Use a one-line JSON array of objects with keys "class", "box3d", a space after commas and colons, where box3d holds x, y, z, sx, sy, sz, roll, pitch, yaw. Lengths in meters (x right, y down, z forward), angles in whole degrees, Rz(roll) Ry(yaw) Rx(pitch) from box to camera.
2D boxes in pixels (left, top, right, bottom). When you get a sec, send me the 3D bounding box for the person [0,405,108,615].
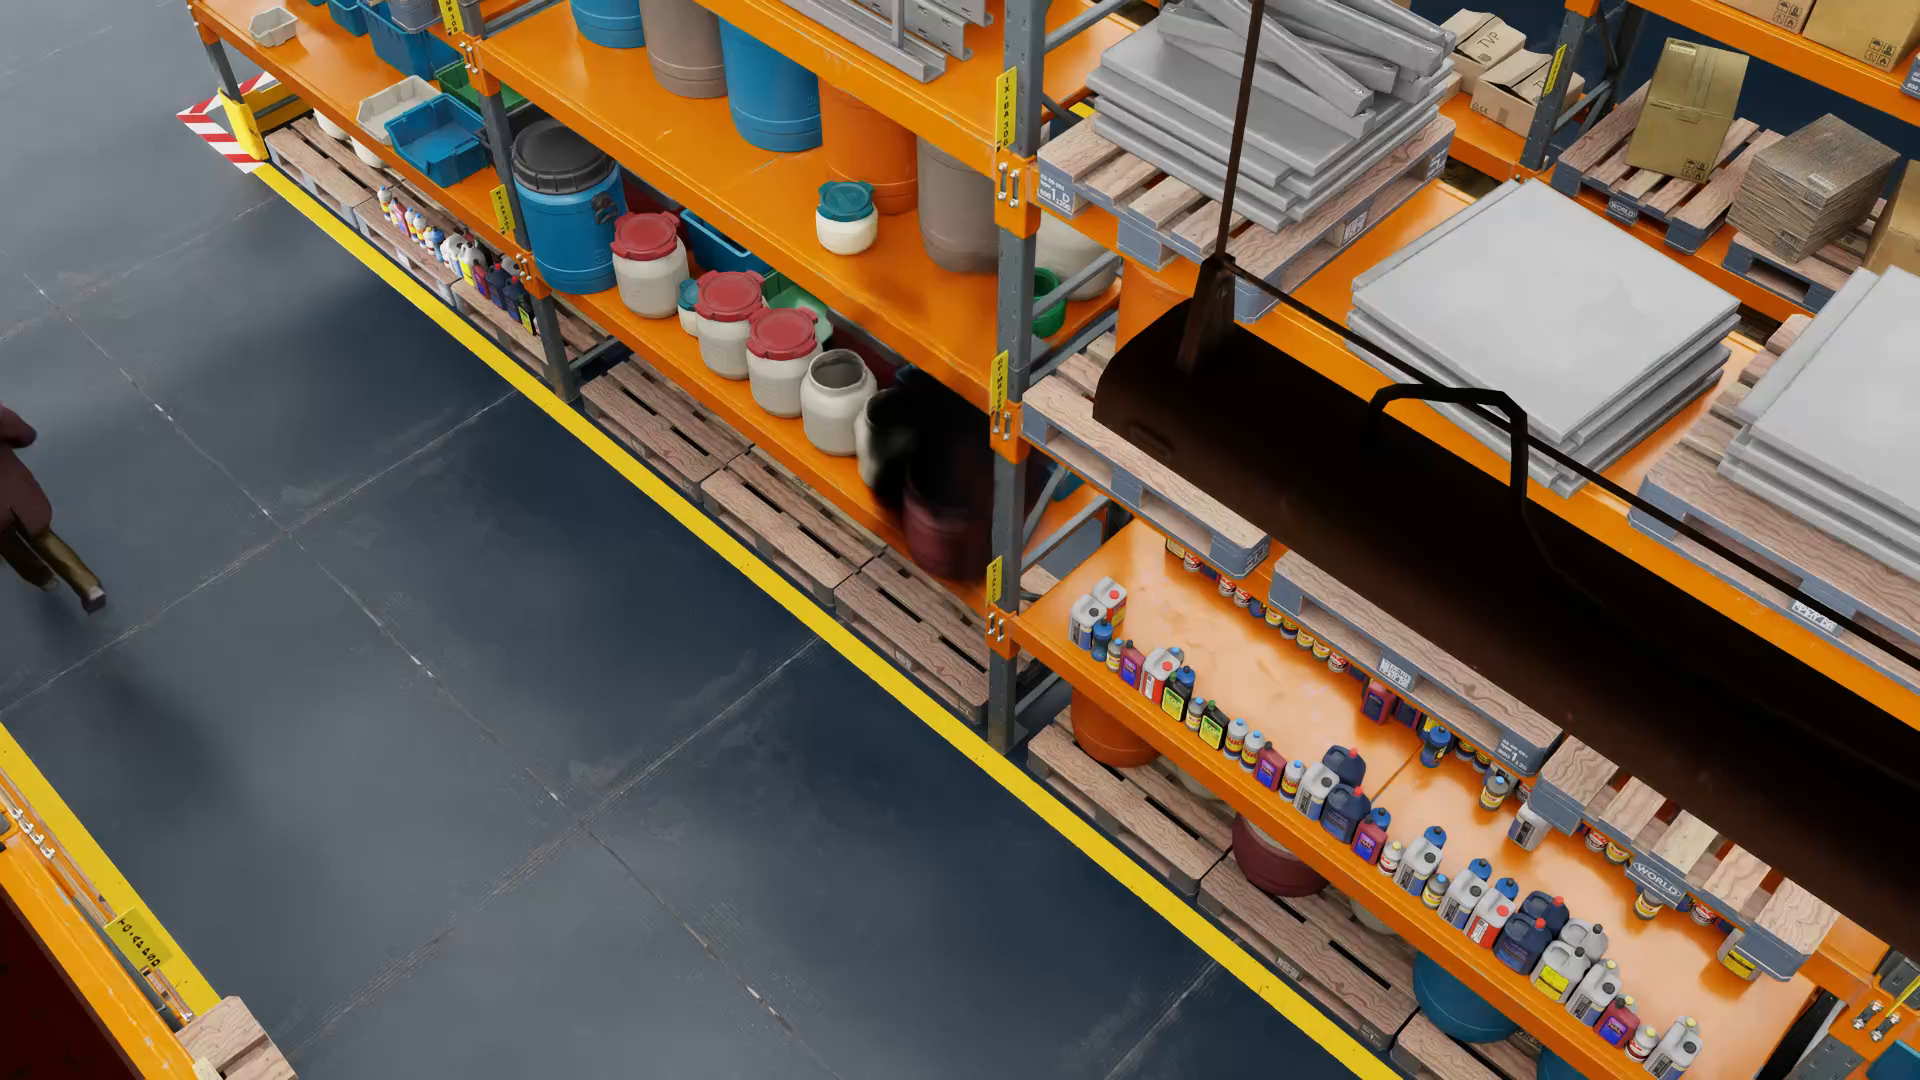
[{"class": "person", "box3d": [-5.369, -0.200, 9.330, 0.935, 1.757, 0.707, 32, 57, 24]}]
